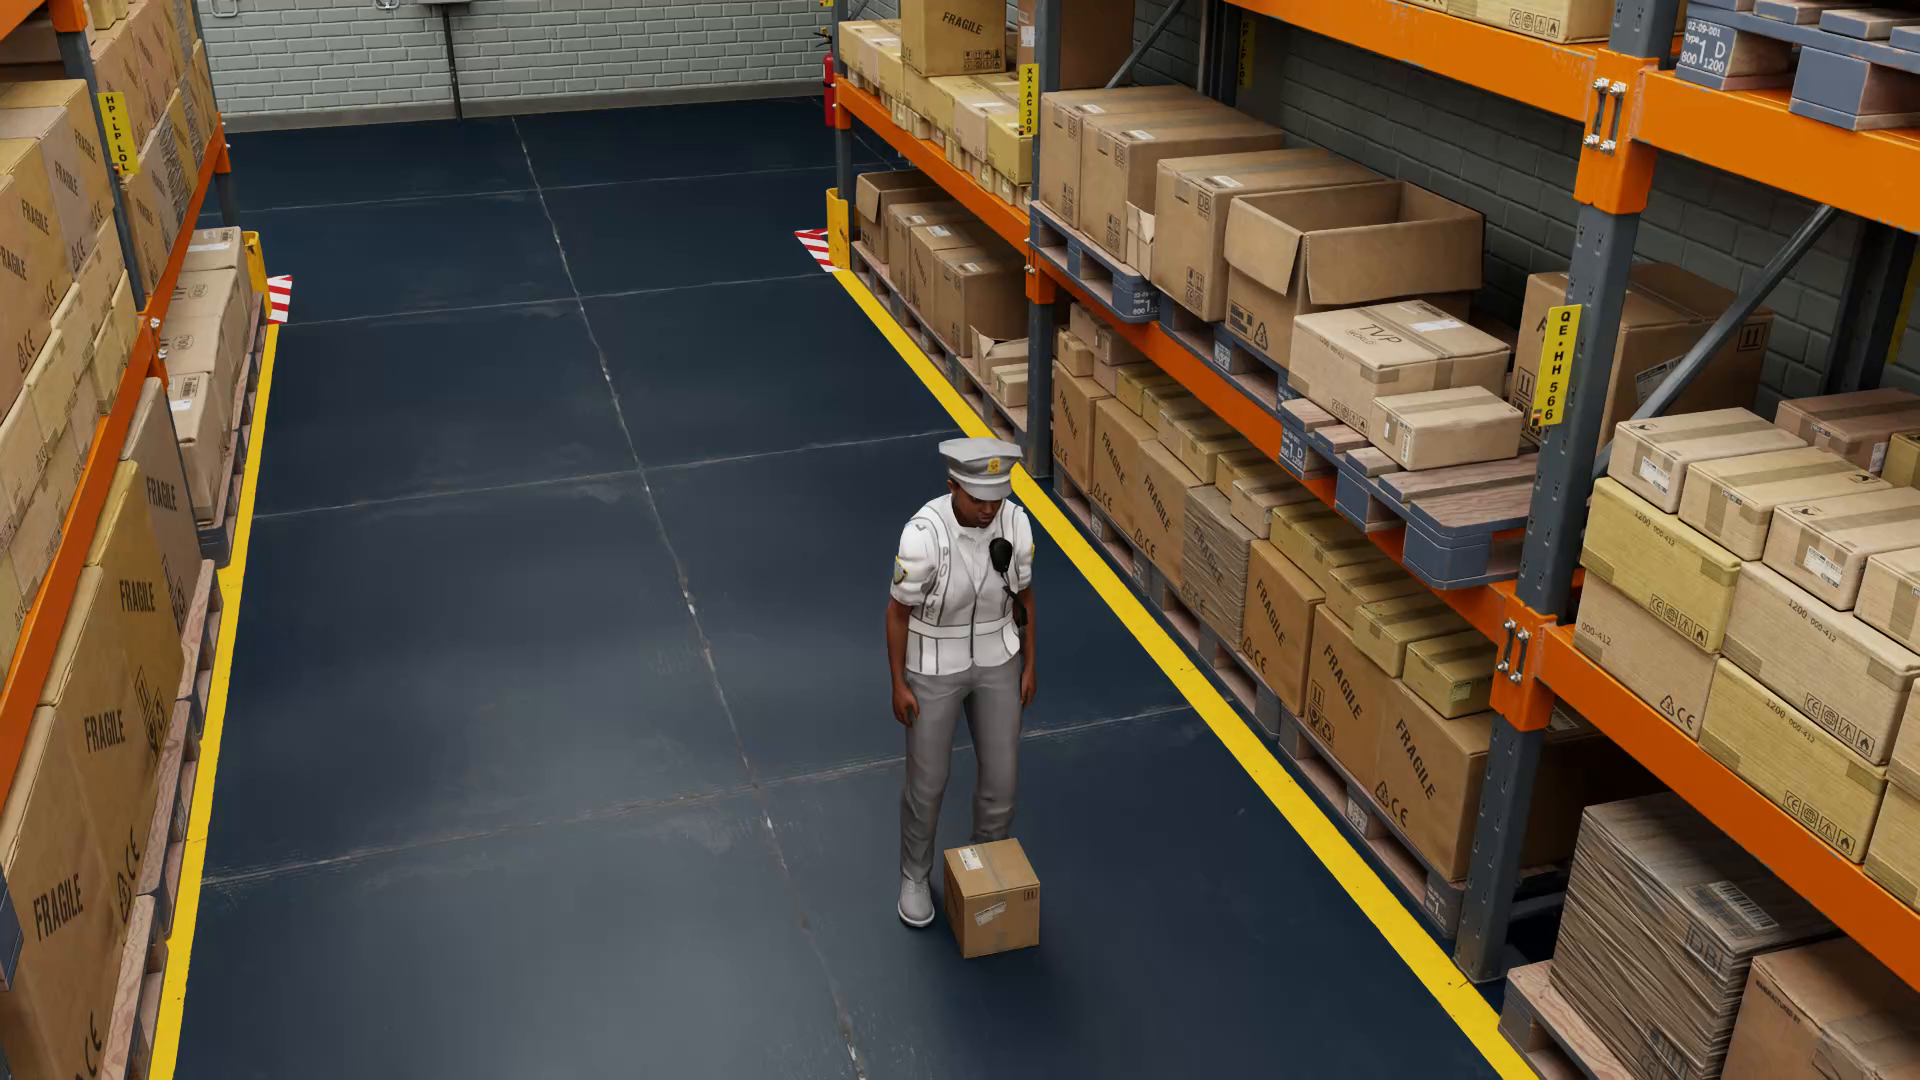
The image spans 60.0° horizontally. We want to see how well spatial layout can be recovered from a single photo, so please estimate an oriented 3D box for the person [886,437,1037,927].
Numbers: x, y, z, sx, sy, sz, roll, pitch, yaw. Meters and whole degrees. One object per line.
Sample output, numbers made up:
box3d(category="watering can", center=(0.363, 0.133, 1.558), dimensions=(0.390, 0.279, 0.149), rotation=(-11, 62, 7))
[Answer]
box3d(category="person", center=(0.014, 0.434, 5.247), dimensions=(0.503, 1.656, 0.422), rotation=(-8, 28, -16))
